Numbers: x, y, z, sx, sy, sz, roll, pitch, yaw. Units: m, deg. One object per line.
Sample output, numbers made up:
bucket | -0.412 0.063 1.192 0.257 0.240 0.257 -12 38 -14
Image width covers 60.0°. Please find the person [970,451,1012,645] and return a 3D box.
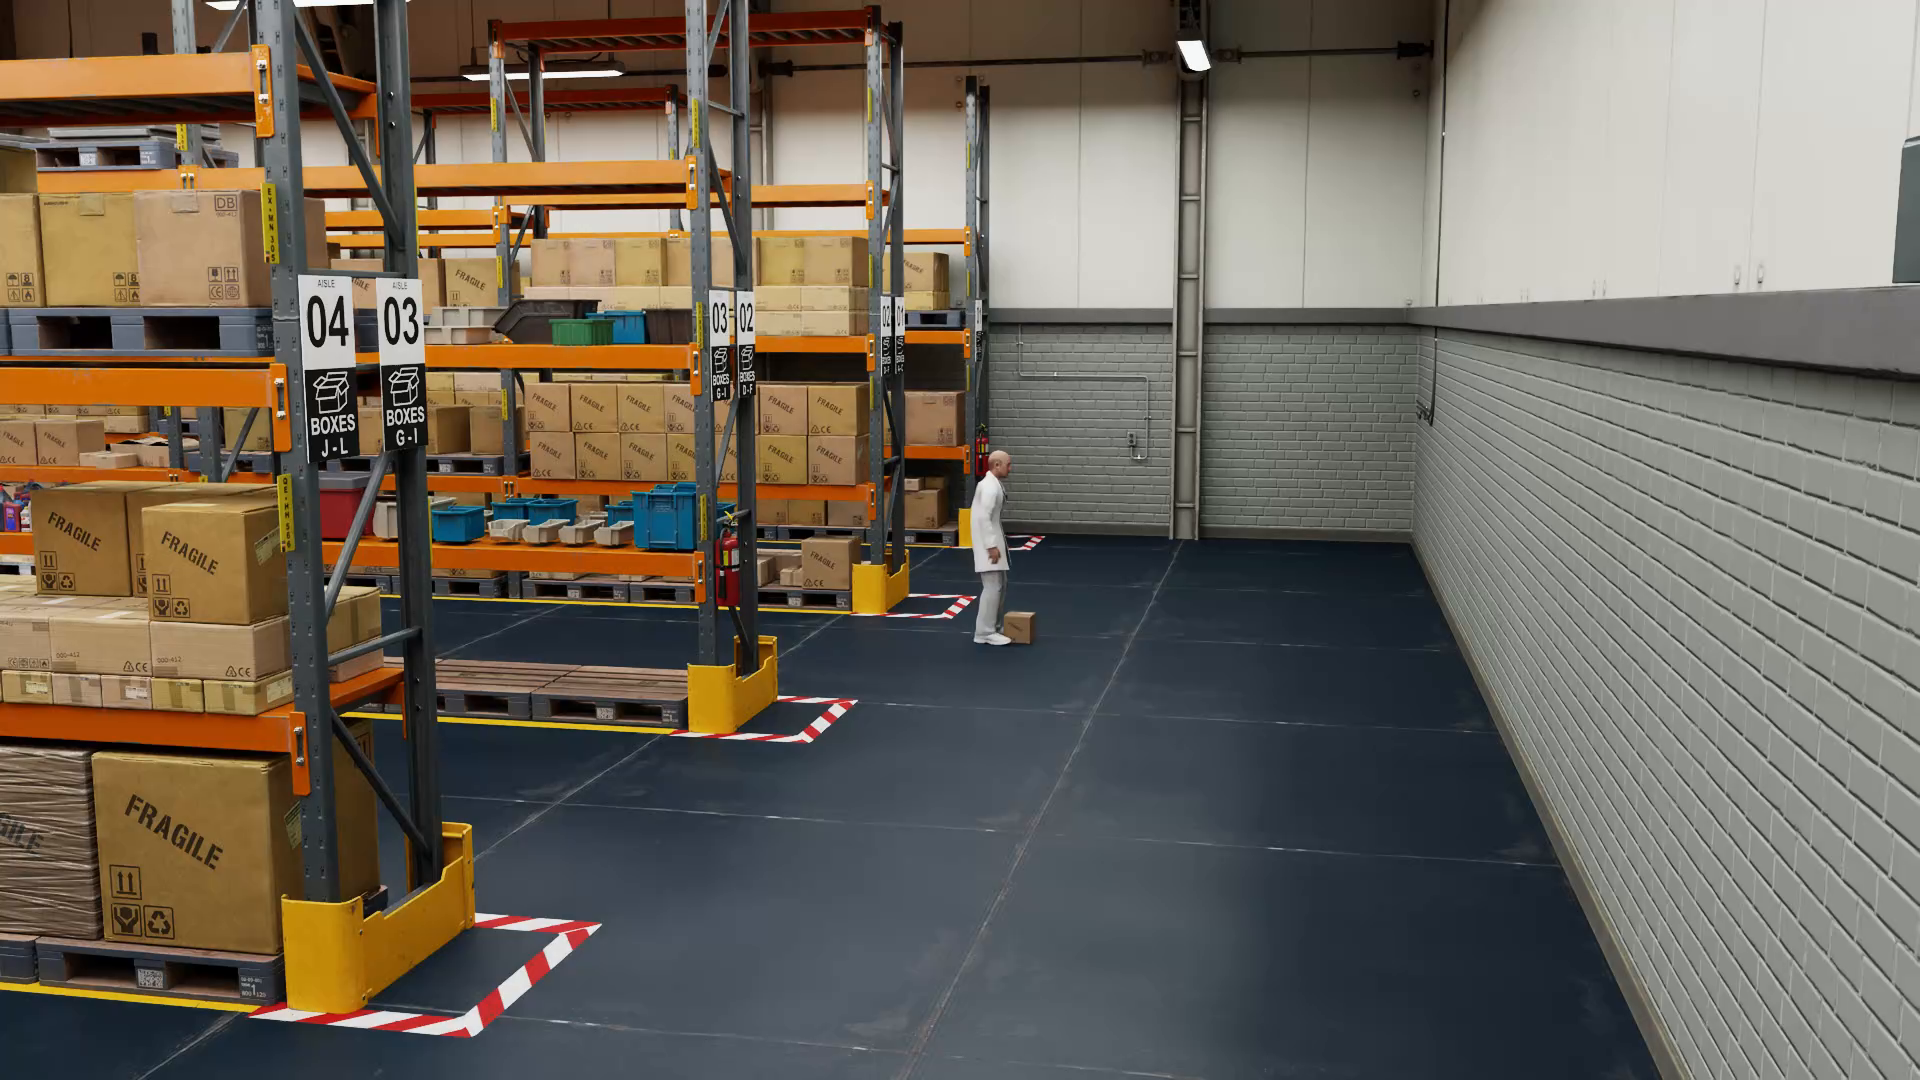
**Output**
person | 0.311 0.054 15.473 0.429 1.772 0.649 1 8 8
